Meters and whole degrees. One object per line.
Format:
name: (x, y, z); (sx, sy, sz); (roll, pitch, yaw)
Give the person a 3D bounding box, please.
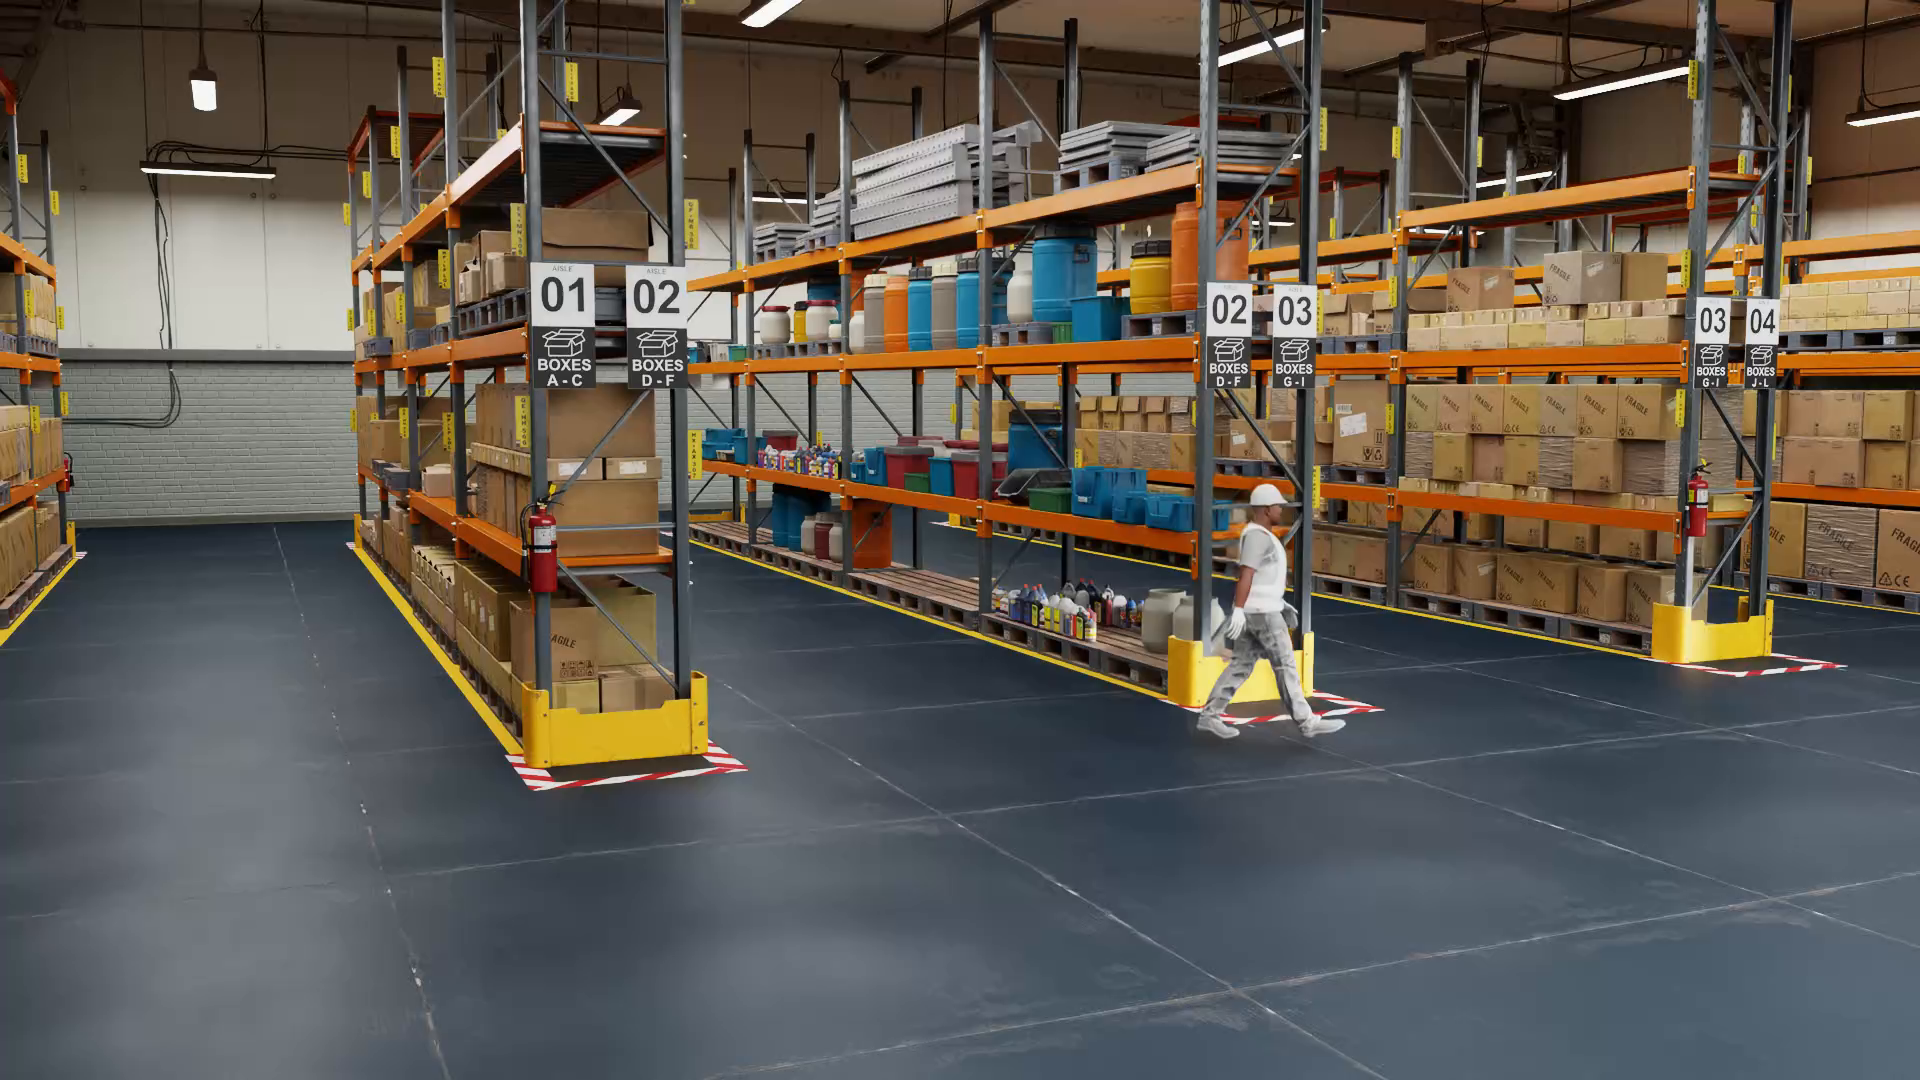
person: (2.133, 0.485, 11.384); (0.999, 1.731, 0.619); (0, 5, 4)
